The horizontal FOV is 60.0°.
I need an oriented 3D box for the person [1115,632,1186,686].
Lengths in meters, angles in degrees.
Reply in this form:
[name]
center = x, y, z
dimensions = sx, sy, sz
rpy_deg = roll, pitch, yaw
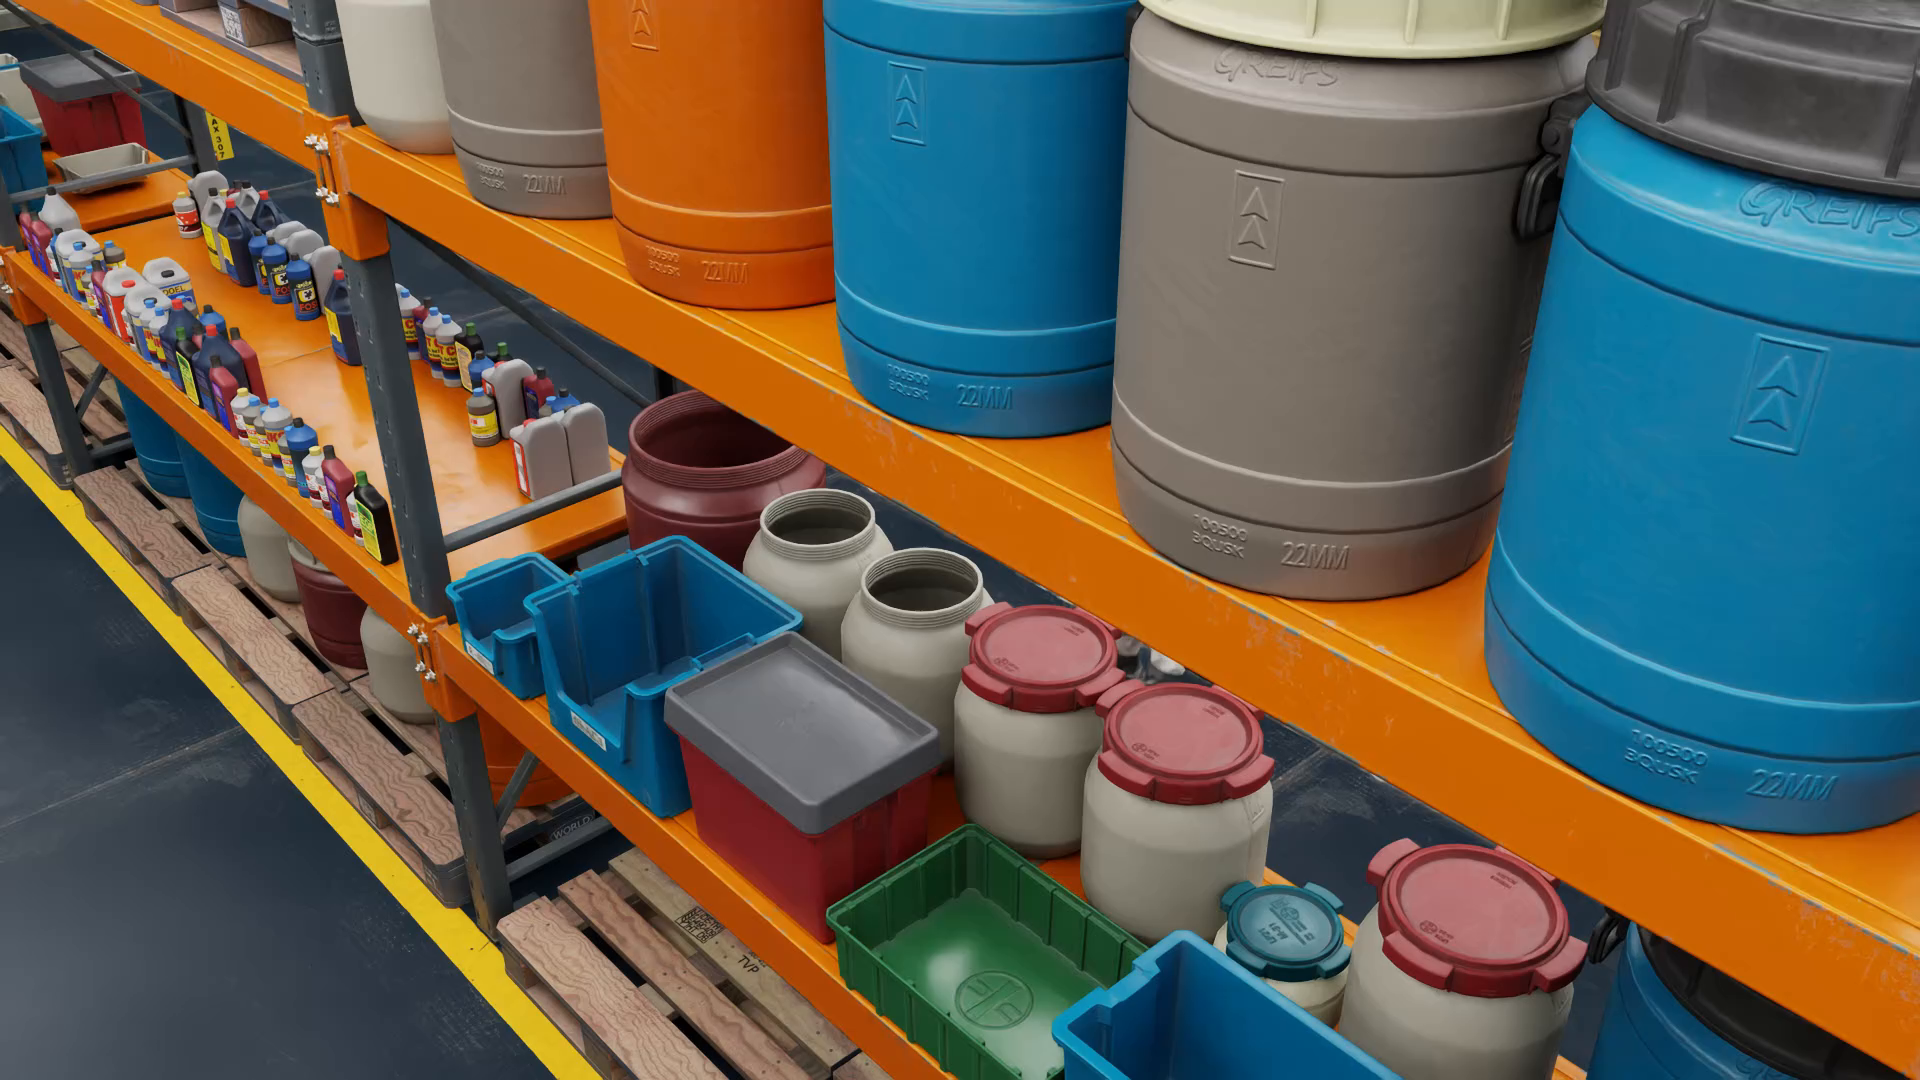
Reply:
[person]
center = 0.729, -0.084, 6.257
dimensions = 0.391, 1.821, 0.553
rpy_deg = -14, 34, -21
